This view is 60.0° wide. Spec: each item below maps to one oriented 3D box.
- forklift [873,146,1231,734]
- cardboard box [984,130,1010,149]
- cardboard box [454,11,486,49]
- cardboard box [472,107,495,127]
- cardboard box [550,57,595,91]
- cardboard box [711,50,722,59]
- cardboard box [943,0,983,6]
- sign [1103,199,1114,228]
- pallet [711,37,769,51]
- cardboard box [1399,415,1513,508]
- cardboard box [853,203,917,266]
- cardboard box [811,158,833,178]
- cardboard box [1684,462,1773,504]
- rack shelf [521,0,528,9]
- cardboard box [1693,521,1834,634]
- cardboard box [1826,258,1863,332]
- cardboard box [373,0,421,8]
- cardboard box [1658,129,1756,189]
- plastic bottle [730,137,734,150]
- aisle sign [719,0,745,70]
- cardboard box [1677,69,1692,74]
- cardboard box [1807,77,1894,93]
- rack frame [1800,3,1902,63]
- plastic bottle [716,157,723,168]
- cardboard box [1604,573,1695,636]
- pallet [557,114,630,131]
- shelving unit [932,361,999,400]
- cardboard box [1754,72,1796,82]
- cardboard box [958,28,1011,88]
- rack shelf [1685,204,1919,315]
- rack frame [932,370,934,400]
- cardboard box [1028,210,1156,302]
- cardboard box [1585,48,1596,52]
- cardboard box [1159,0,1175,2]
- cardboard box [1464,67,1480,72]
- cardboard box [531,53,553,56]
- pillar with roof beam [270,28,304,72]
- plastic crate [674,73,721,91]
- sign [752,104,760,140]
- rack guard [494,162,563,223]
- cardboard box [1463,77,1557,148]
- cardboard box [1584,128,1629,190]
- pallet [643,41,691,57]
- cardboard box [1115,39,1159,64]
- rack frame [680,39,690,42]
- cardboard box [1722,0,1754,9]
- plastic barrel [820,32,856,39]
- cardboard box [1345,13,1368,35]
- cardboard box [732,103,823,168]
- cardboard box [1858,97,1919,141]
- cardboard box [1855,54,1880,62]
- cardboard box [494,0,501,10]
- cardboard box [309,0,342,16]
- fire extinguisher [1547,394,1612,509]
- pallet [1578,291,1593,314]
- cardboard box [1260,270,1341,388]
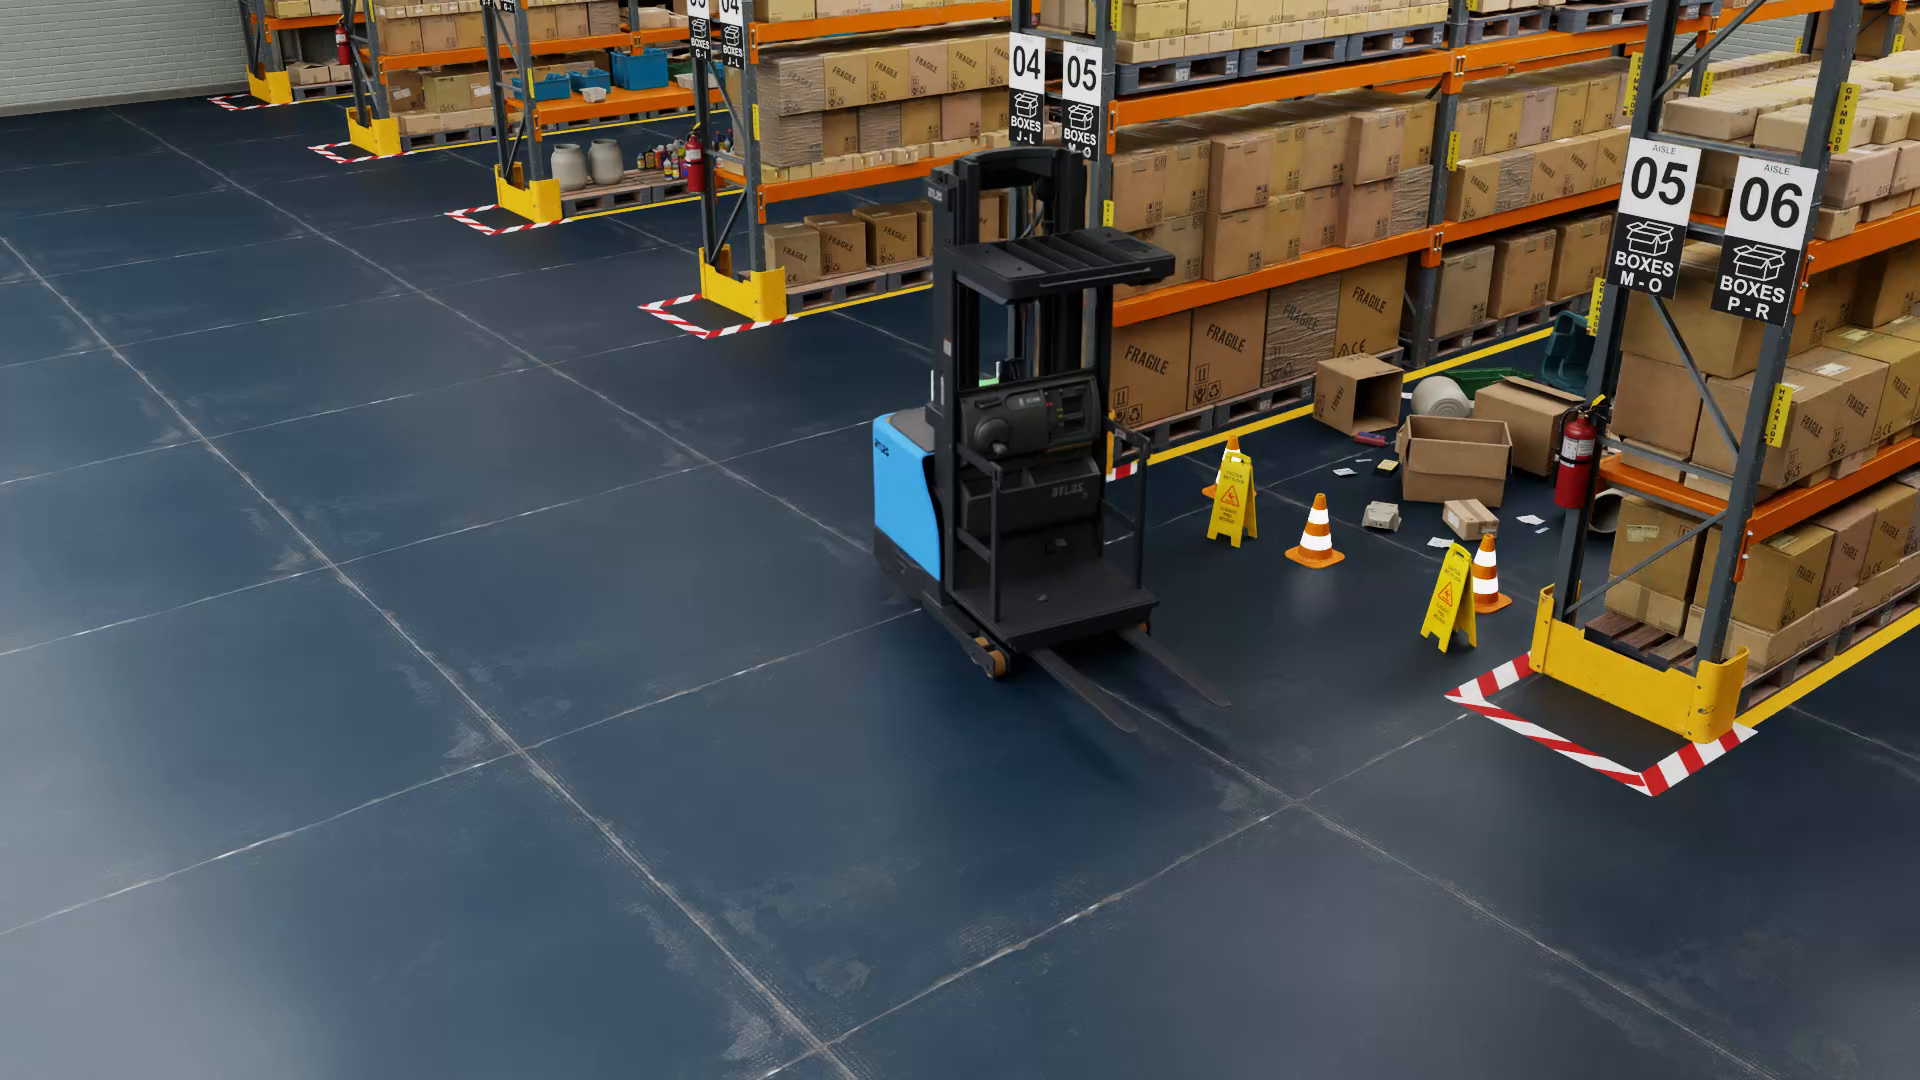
[{"bbox_3d":[0.527,-0.715,9.809,1.130,2.935,3.031,-12,28,-24],"label":"forklift"},{"bbox_3d":[0.344,-4.274,17.694,0.250,0.149,0.380,-18,31,-34],"label":"cardboard box"},{"bbox_3d":[-7.181,-7.421,24.058,0.500,0.500,0.700,-18,30,-34],"label":"cardboard box"},{"bbox_3d":[-7.017,-6.263,24.449,0.500,0.250,0.500,-18,31,-34],"label":"cardboard box"},{"bbox_3d":[-5.844,-6.997,25.140,0.500,0.500,0.500,-18,31,-34],"label":"cardboard box"},{"bbox_3d":[-3.874,-7.826,27.150,0.500,0.311,0.500,-19,31,-35],"label":"cardboard box"},{"bbox_3d":[-0.117,-5.571,16.806,0.500,0.250,0.500,-19,31,-34],"label":"cardboard box"},{"bbox_3d":[1.067,-2.285,11.987,0.005,0.325,0.100,-18,31,-34],"label":"sign"},{"bbox_3d":[-4.459,-9.627,32.242,1.213,0.211,1.003,-18,31,-34],"label":"pallet"},{"bbox_3d":[3.684,-0.590,12.424,0.797,0.503,0.637,5,25,11],"label":"cardboard box"},{"bbox_3d":[-0.796,-3.247,17.654,0.500,0.500,0.500,-15,29,-29],"label":"cardboard box"},{"bbox_3d":[-1.465,-3.710,16.480,0.250,0.149,0.380,-18,31,-34],"label":"cardboard box"},{"bbox_3d":[4.259,-0.334,9.204,0.250,0.149,0.380,-18,30,-34],"label":"cardboard box"},{"bbox_3d":[-3.734,-6.905,20.357,4.000,0.370,1.077,-18,31,-34],"label":"rack shelf"},{"bbox_3d":[4.687,0.164,9.709,0.500,0.500,0.500,-19,31,-36],"label":"cardboard box"},{"bbox_3d":[4.872,-1.562,9.893,0.500,0.500,0.700,-19,31,-35],"label":"cardboard box"},{"bbox_3d":[-7.944,-7.758,23.243,0.500,0.500,0.700,-18,30,-34],"label":"cardboard box"},{"bbox_3d":[4.100,-2.078,8.925,0.500,0.250,0.500,-19,31,-35],"label":"cardboard box"},{"bbox_3d":[-2.962,-5.269,22.163,0.185,0.351,0.144,-18,31,-34],"label":"plastic bottle"},{"bbox_3d":[-2.115,-4.774,15.386,0.004,0.787,0.394,-18,31,-34],"label":"aisle sign"},{"bbox_3d":[7.934,-5.009,18.072,0.250,0.149,0.380,-18,31,-34],"label":"cardboard box"},{"bbox_3d":[5.014,-2.518,9.400,0.250,0.149,0.380,-19,31,-35],"label":"cardboard box"},{"bbox_3d":[10.173,-5.159,19.302,0.127,3.000,1.000,-18,31,-34],"label":"rack frame"},{"bbox_3d":[-3.100,-4.844,21.425,0.097,0.201,0.097,0,25,0],"label":"plastic bottle"},{"bbox_3d":[4.353,0.324,10.257,0.500,0.250,0.500,-18,31,-34],"label":"cardboard box"},{"bbox_3d":[-5.865,-6.575,25.666,1.213,0.211,1.003,-18,31,-34],"label":"pallet"},{"bbox_3d":[0.083,-0.616,11.651,0.503,1.200,0.258,-11,27,-22],"label":"shelving unit"},{"bbox_3d":[8.740,-4.927,17.897,0.250,0.149,0.380,-19,31,-35],"label":"cardboard box"},{"bbox_3d":[0.319,-5.045,17.398,0.500,0.500,0.500,-18,31,-34],"label":"cardboard box"},{"bbox_3d":[5.437,-1.982,9.748,4.000,0.370,1.077,-18,31,-34],"label":"rack shelf"},{"bbox_3d":[-0.139,-0.573,11.559,0.015,1.200,0.240,-11,27,-22],"label":"rack frame"},{"bbox_3d":[0.994,-2.221,12.794,0.550,0.550,0.875,-18,31,-34],"label":"cardboard box"},{"bbox_3d":[8.855,-7.086,23.754,0.250,0.149,0.380,-19,31,-35],"label":"cardboard box"},{"bbox_3d":[1.387,-3.932,11.829,0.250,0.149,0.380,-18,30,-34],"label":"cardboard box"},{"bbox_3d":[6.598,-6.535,22.149,0.500,0.500,0.500,-17,30,-32],"label":"cardboard box"},{"bbox_3d":[-7.704,-8.935,29.886,0.500,0.500,0.700,-17,30,-32],"label":"cardboard box"},{"bbox_3d":[-8.747,-10.397,23.463,0.400,9.000,9.100,-18,31,-34],"label":"pillar with roof beam"},{"bbox_3d":[-3.281,-5.765,20.922,0.437,0.136,0.530,-18,31,-34],"label":"plastic crate"},{"bbox_3d":[-1.916,-3.924,15.613,0.005,0.325,0.100,-18,31,-34],"label":"sign"},{"bbox_3d":[-5.277,-4.253,20.320,0.348,0.500,1.175,-18,31,-34],"label":"rack guard"},{"bbox_3d":[5.066,-3.976,15.447,0.500,0.500,0.700,-18,30,-34],"label":"cardboard box"},{"bbox_3d":[6.049,-3.700,16.040,0.500,0.500,0.500,-19,31,-35],"label":"cardboard box"},{"bbox_3d":[-5.741,-9.244,31.418,1.213,0.211,1.003,-18,31,-34],"label":"pallet"},{"bbox_3d":[1.197,-3.507,11.860,0.250,0.149,0.380,-18,30,-34],"label":"cardboard box"},{"bbox_3d":[-5.126,-10.712,31.267,0.127,3.000,1.000,-18,31,-34],"label":"rack frame"},{"bbox_3d":[7.639,-5.586,16.540,0.500,0.500,0.500,-18,31,-34],"label":"cardboard box"},{"bbox_3d":[-1.669,-6.618,21.851,0.708,0.901,0.600,-18,31,-34],"label":"plastic barrel"},{"bbox_3d":[2.989,-4.099,13.136,0.250,0.149,0.380,-18,30,-33],"label":"cardboard box"},{"bbox_3d":[-1.802,-4.025,16.387,0.500,0.500,0.875,-18,31,-34],"label":"cardboard box"},{"bbox_3d":[4.936,-2.217,8.751,0.250,0.149,0.380,-18,31,-34],"label":"cardboard box"},{"bbox_3d":[10.718,-5.384,19.316,0.500,0.500,0.500,-19,31,-35],"label":"cardboard box"},{"bbox_3d":[-6.709,-7.763,24.024,0.250,0.149,0.380,-18,30,-34],"label":"cardboard box"},{"bbox_3d":[-10.441,-8.736,27.164,0.500,0.250,0.500,-19,31,-36],"label":"cardboard box"},{"bbox_3d":[3.489,-0.516,9.390,0.183,0.674,0.296,-18,31,-34],"label":"fire extinguisher"},{"bbox_3d":[6.358,-2.675,17.263,1.213,0.211,1.003,-18,31,-34],"label":"pallet"},{"bbox_3d":[2.632,-1.932,14.374,0.875,0.875,0.875,-18,30,-34],"label":"cardboard box"}]
